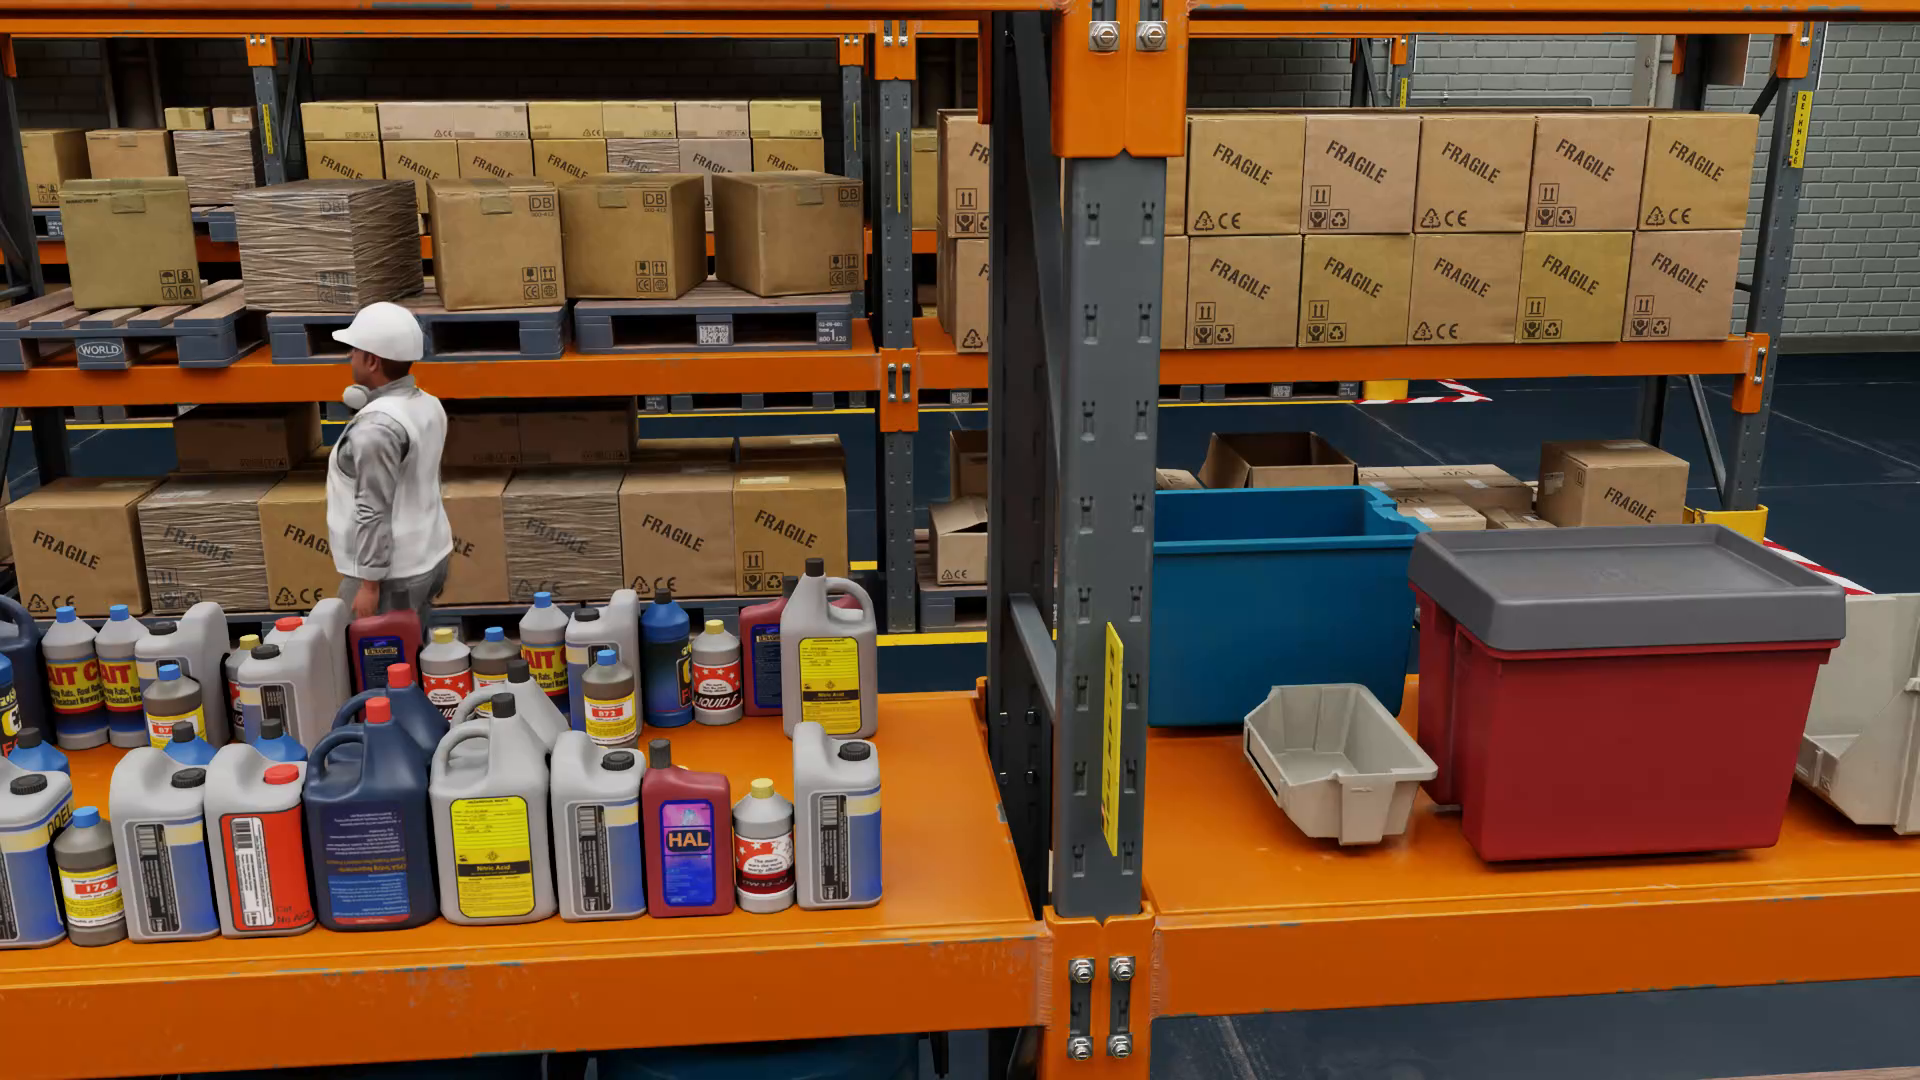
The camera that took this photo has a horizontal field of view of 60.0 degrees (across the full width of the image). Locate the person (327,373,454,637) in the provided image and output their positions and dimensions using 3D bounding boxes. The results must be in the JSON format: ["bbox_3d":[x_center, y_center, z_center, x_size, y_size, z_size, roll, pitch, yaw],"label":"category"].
[{"bbox_3d":[-1.903,0.164,5.660,0.470,1.474,0.453,1,17,3],"label":"person"}]
